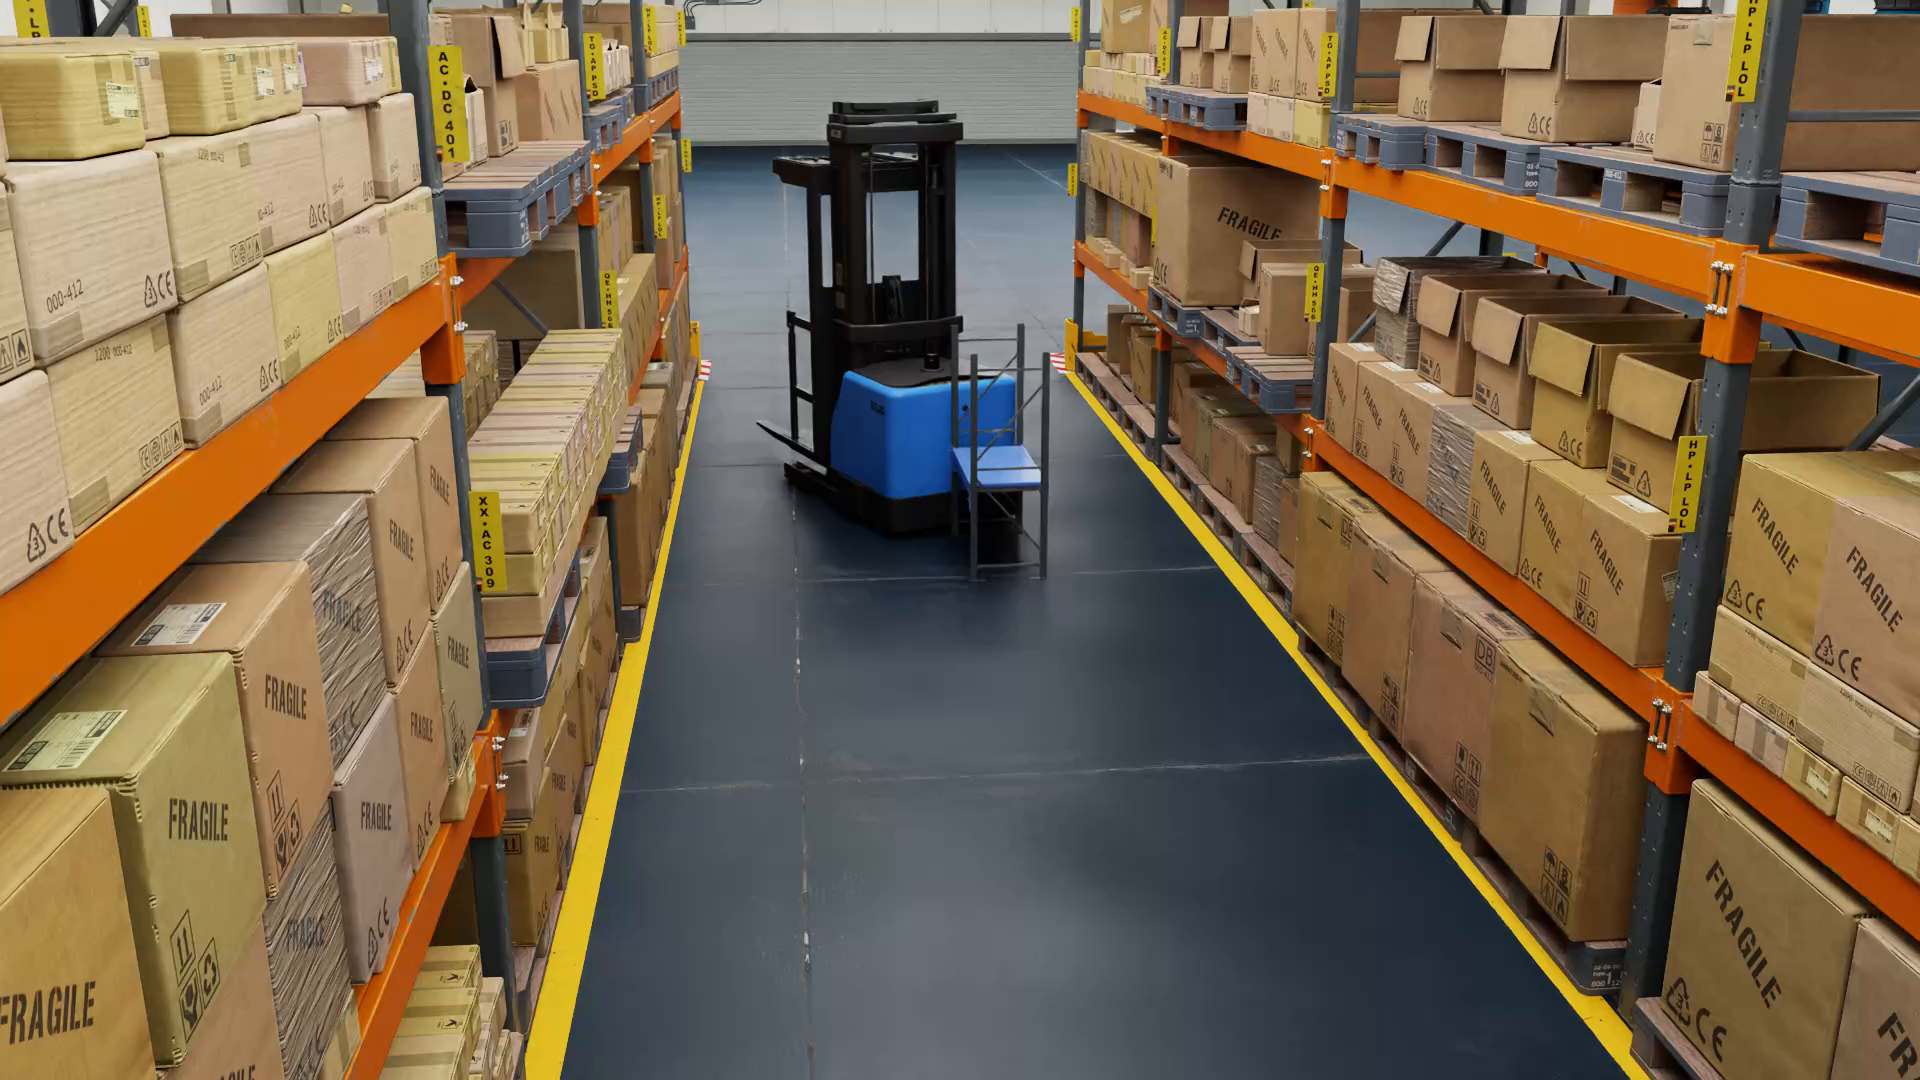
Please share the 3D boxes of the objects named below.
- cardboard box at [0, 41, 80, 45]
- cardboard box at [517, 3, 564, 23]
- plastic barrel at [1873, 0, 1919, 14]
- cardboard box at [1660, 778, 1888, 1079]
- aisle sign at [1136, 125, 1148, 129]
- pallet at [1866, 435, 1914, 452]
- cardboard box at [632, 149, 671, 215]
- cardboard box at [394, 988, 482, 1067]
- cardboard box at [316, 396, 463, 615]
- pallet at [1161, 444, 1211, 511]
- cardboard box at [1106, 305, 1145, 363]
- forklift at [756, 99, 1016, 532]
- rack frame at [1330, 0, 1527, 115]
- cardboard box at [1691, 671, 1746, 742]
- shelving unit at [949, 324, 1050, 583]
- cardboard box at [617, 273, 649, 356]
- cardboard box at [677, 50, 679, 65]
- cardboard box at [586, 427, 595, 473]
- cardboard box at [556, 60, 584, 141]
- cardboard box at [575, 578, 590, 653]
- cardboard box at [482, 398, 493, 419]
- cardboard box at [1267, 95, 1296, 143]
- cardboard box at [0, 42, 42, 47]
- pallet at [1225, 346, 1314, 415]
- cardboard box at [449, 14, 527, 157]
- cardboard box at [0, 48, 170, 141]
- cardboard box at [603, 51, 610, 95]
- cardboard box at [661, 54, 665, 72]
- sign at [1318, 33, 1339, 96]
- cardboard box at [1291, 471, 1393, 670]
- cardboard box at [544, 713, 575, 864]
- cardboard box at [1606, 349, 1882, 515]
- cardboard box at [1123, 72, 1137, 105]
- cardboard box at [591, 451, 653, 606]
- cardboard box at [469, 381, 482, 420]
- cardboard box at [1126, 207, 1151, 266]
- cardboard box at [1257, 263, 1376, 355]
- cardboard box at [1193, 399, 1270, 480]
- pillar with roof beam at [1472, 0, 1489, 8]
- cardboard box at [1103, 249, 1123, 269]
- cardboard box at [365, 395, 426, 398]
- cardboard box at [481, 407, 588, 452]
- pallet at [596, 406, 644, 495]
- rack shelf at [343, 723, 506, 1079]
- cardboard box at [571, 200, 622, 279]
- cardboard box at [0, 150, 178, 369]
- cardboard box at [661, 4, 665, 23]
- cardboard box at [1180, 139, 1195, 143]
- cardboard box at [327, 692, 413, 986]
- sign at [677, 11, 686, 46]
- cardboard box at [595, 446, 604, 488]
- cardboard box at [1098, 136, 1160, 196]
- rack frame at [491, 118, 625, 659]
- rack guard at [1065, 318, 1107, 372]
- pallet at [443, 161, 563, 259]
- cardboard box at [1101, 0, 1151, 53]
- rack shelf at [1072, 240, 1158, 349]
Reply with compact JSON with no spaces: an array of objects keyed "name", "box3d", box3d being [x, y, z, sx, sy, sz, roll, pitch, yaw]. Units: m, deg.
[{"name":"cardboard box","box3d":[-2.173,-1.023,3.671,0.380,0.149,0.250,-2,18,-7]},{"name":"cardboard box","box3d":[-3.201,-3.985,12.576,0.380,0.149,0.250,-2,18,-6]},{"name":"plastic barrel","box3d":[7.293,-3.748,12.764,0.600,0.901,0.708,-2,18,-6]},{"name":"cardboard box","box3d":[2.912,1.326,5.291,0.875,0.875,0.875,-2,18,-6]},{"name":"aisle sign","box3d":[1.977,-4.529,16.757,0.394,0.787,0.004,-2,18,-6]},{"name":"pallet","box3d":[7.144,-0.660,13.425,1.003,0.211,1.213,-2,18,-6]},{"name":"cardboard box","box3d":[-3.004,-3.127,14.578,0.875,0.550,0.500,-2,18,-6]},{"name":"cardboard box","box3d":[-1.660,1.486,5.002,0.380,0.149,0.250,-2,17,-5]},{"name":"cardboard box","box3d":[-1.703,-0.098,4.649,0.500,0.500,0.500,-2,18,-8]},{"name":"pallet","box3d":[2.180,-0.507,12.941,1.003,0.211,1.213,-2,18,-6]},{"name":"cardboard box","box3d":[1.733,-2.083,16.775,0.500,0.500,0.500,1,17,5]},{"name":"forklift","box3d":[-0.728,-1.847,12.666,1.130,2.935,3.031,-9,20,-27]},{"name":"rack frame","box3d":[2.510,-3.740,8.567,1.000,3.000,0.127,-2,18,-6]},{"name":"cardboard box","box3d":[2.623,0.532,5.394,0.380,0.149,0.250,-2,18,-6]},{"name":"shelving unit","box3d":[0.252,-0.602,11.092,0.538,1.500,1.048,-2,18,-7]},{"name":"cardboard box","box3d":[-2.422,-1.546,11.427,0.500,0.500,0.500,-2,17,-5]},{"name":"cardboard box","box3d":[-2.887,-4.609,15.894,0.380,0.149,0.250,-2,18,-6]},{"name":"cardboard box","box3d":[-1.767,-0.383,7.111,0.380,0.149,0.250,-2,18,-7]},{"name":"cardboard box","box3d":[-2.122,-2.071,8.092,0.500,0.500,0.500,-2,18,-6]},{"name":"cardboard box","box3d":[-2.002,0.377,7.687,0.500,0.250,0.500,-1,17,-4]},{"name":"cardboard box","box3d":[-2.561,-0.616,8.349,0.380,0.149,0.250,-1,17,-3]},{"name":"cardboard box","box3d":[2.153,-2.519,9.936,0.500,0.250,0.500,-2,18,-6]},{"name":"cardboard box","box3d":[-2.126,-0.947,3.428,0.380,0.149,0.250,-2,18,-7]},{"name":"pallet","box3d":[2.331,-0.995,10.160,1.213,0.211,1.003,-2,18,-6]},{"name":"cardboard box","box3d":[-2.050,-1.708,6.229,0.797,0.503,0.637,-2,18,-6]},{"name":"cardboard box","box3d":[-1.546,-0.727,2.727,0.380,0.149,0.250,-1,17,-4]},{"name":"cardboard box","box3d":[-2.341,-2.734,9.753,0.500,0.250,0.500,-1,17,-4]},{"name":"cardboard box","box3d":[-2.679,-4.004,13.967,0.380,0.149,0.250,-2,18,-6]},{"name":"sign","box3d":[1.971,-2.540,8.888,0.100,0.325,0.005,-2,18,-6]},{"name":"cardboard box","box3d":[2.561,0.142,9.064,1.225,0.875,0.875,-3,18,-8]},{"name":"cardboard box","box3d":[-1.890,1.043,6.818,0.500,0.500,0.500,-1,17,-3]},{"name":"cardboard box","box3d":[2.849,-0.403,6.110,0.797,0.503,0.637,-2,18,-7]},{"name":"cardboard box","box3d":[1.690,-3.865,14.222,0.500,0.250,0.500,-2,18,-6]},{"name":"cardboard box","box3d":[-2.407,-0.066,9.934,1.050,0.750,0.750,-2,18,-6]},{"name":"cardboard box","box3d":[-2.523,-0.667,8.015,0.380,0.149,0.250,-2,18,-7]},{"name":"cardboard box","box3d":[1.945,-2.691,14.578,0.875,0.500,0.500,-2,18,-6]},{"name":"cardboard box","box3d":[2.258,-1.449,10.416,0.700,0.500,0.500,1,17,3]},{"name":"cardboard box","box3d":[2.170,-0.761,12.531,0.700,0.500,0.500,-2,18,-6]},{"name":"pillar with roof beam","box3d":[10.022,-15.206,45.089,9.100,9.000,0.400,-2,18,-6]},{"name":"cardboard box","box3d":[1.536,-2.599,15.368,0.380,0.149,0.250,-2,18,-6]},{"name":"cardboard box","box3d":[-2.419,-0.510,7.017,0.380,0.149,0.250,-2,18,-6]},{"name":"cardboard box","box3d":[-1.738,-0.444,6.809,0.380,0.149,0.250,-1,17,-4]},{"name":"pallet","box3d":[-2.254,-0.454,8.436,1.213,0.211,1.003,-2,18,-6]},{"name":"rack shelf","box3d":[-1.815,1.376,3.487,1.077,0.370,4.000,-2,18,-6]},{"name":"cardboard box","box3d":[-2.682,-2.020,11.267,0.700,0.500,0.500,-2,18,-5]},{"name":"cardboard box","box3d":[-1.490,-0.415,2.398,0.500,0.250,0.500,-2,17,-5]},{"name":"cardboard box","box3d":[-2.703,-4.459,14.083,0.380,0.149,0.250,-2,18,-6]},{"name":"cardboard box","box3d":[2.138,-3.325,14.927,0.500,0.500,0.500,-2,18,-6]},{"name":"cardboard box","box3d":[-1.588,0.686,3.822,0.500,0.500,0.500,-2,18,-6]},{"name":"sign","box3d":[-2.717,-4.967,16.136,0.100,0.325,0.005,-2,18,-6]},{"name":"cardboard box","box3d":[-1.798,-0.320,7.408,0.380,0.149,0.250,-1,17,-4]},{"name":"cardboard box","box3d":[1.569,-3.458,15.350,0.500,0.500,0.500,-2,18,-6]},{"name":"rack frame","box3d":[-2.433,-0.755,9.074,1.000,3.000,0.127,-2,18,-6]},{"name":"rack guard","box3d":[1.693,-2.046,17.360,1.175,0.500,0.348,-2,18,-6]},{"name":"pallet","box3d":[-1.979,-1.092,5.453,1.213,0.211,1.003,-2,18,-6]},{"name":"cardboard box","box3d":[1.570,-4.670,15.039,0.500,0.500,0.500,-2,18,-6]},{"name":"rack shelf","box3d":[1.892,-2.322,15.267,1.077,0.370,4.000,-2,18,-6]}]
